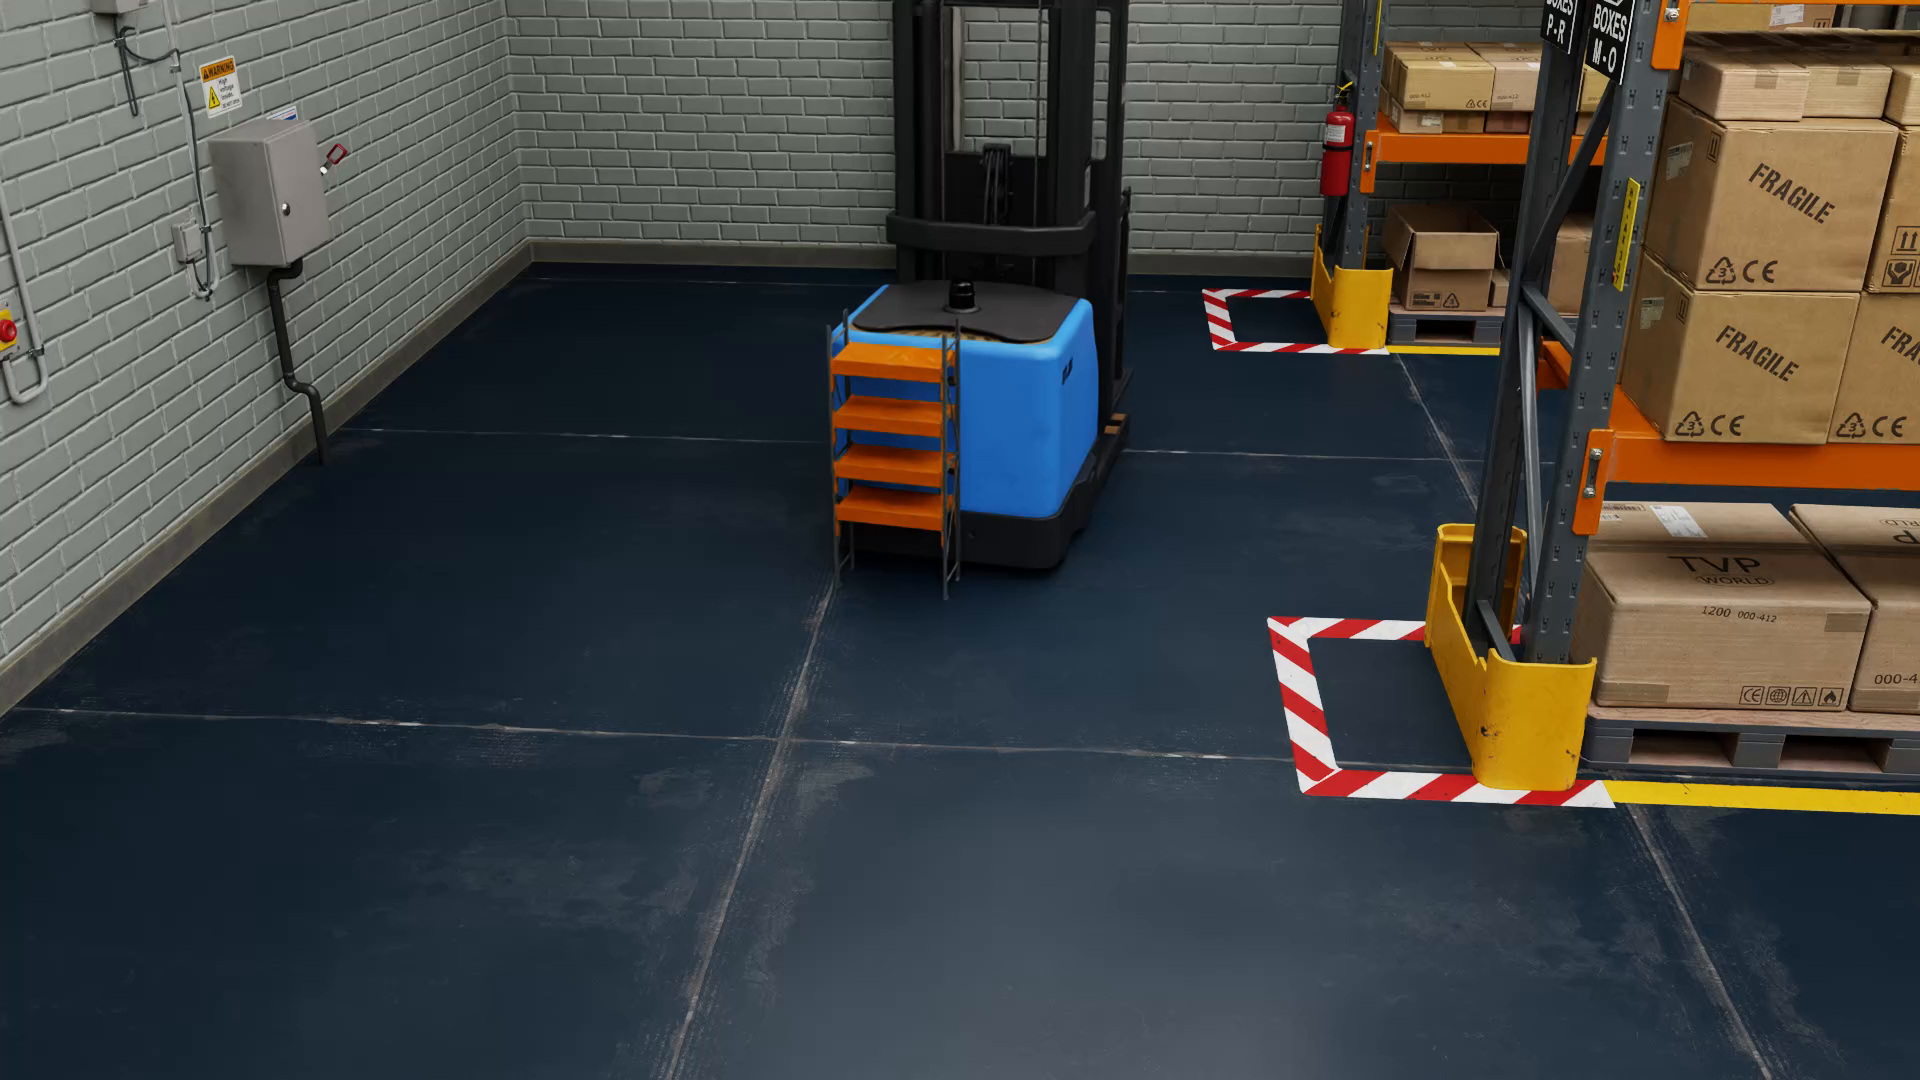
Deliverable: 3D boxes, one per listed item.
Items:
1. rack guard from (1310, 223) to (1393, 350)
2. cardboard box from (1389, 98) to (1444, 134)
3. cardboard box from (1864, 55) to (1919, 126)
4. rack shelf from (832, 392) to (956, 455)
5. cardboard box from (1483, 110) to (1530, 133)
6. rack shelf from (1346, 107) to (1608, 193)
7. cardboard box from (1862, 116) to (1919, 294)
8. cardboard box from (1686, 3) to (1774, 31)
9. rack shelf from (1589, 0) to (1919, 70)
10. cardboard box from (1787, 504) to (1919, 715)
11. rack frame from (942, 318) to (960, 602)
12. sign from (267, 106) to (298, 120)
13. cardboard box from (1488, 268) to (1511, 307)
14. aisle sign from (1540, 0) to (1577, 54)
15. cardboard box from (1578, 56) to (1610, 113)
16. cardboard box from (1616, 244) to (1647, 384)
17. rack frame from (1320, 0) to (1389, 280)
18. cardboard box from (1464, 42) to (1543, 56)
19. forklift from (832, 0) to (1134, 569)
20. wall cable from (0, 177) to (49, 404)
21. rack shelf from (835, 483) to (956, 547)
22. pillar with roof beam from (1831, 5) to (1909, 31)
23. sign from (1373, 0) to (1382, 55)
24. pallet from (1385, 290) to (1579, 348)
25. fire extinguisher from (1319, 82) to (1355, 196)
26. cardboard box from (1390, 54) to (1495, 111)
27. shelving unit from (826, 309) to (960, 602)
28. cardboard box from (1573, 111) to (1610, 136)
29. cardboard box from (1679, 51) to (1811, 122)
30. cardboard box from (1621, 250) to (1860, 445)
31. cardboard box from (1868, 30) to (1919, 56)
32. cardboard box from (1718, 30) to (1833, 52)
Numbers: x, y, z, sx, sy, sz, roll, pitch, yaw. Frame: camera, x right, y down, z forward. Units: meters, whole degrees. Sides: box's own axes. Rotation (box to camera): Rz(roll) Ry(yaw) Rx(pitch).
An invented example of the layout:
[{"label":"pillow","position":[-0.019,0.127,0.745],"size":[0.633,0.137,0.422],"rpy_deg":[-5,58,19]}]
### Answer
[{"label":"rack guard","position":[2.517,-1.657,10.753],"size":[0.348,0.500,1.175],"rpy_deg":[2,25,4]},{"label":"cardboard box","position":[2.748,-2.556,10.017],"size":[0.250,0.149,0.380],"rpy_deg":[2,25,4]},{"label":"cardboard box","position":[2.915,-1.359,5.022],"size":[0.250,0.149,0.380],"rpy_deg":[3,25,6]},{"label":"rack shelf","position":[-0.272,-0.494,7.014],"size":[0.480,0.148,0.258],"rpy_deg":[6,25,13]},{"label":"cardboard box","position":[3.270,-2.573,10.054],"size":[0.250,0.149,0.380],"rpy_deg":[2,25,3]},{"label":"rack shelf","position":[4.435,-2.404,10.247],"size":[4.000,0.370,1.077],"rpy_deg":[2,25,4]},{"label":"cardboard box","position":[3.038,-1.078,5.188],"size":[0.500,0.500,0.500],"rpy_deg":[1,25,3]},{"label":"cardboard box","position":[4.369,-3.028,9.668],"size":[0.500,0.500,0.500],"rpy_deg":[2,25,5]},{"label":"rack shelf","position":[4.059,-1.698,5.123],"size":[4.000,0.370,1.077],"rpy_deg":[2,25,4]},{"label":"cardboard box","position":[3.644,0.252,6.176],"size":[0.875,0.438,0.875],"rpy_deg":[2,25,5]},{"label":"rack frame","position":[-0.036,-0.326,7.023],"size":[0.015,1.200,0.240],"rpy_deg":[6,25,13]},{"label":"sign","position":[-3.421,-1.937,8.484],"size":[0.001,0.494,0.329],"rpy_deg":[2,25,4]},{"label":"cardboard box","position":[3.465,-1.602,10.550],"size":[0.250,0.149,0.380],"rpy_deg":[1,25,2]},{"label":"aisle sign","position":[2.017,-2.038,5.482],"size":[0.004,0.787,0.394],"rpy_deg":[2,25,4]},{"label":"cardboard box","position":[3.881,-2.704,9.862],"size":[0.500,0.250,0.500],"rpy_deg":[1,25,3]},{"label":"cardboard box","position":[2.566,-0.866,5.924],"size":[0.500,0.500,0.500],"rpy_deg":[2,25,4]},{"label":"rack frame","position":[2.441,-2.795,10.235],"size":[0.127,3.000,1.000],"rpy_deg":[2,25,4]},{"label":"cardboard box","position":[3.434,-2.941,10.376],"size":[0.500,0.250,0.500],"rpy_deg":[2,25,4]},{"label":"forklift","position":[0.288,-1.796,8.146],"size":[1.130,2.935,3.031],"rpy_deg":[6,25,13]},{"label":"wall cable","position":[-3.559,-1.372,5.891],"size":[0.123,1.953,0.585],"rpy_deg":[2,25,4]},{"label":"rack shelf","position":[-0.272,-0.110,7.190],"size":[0.480,0.148,0.258],"rpy_deg":[6,25,13]},{"label":"pillar with roof beam","position":[5.475,-3.996,5.669],"size":[0.400,9.000,9.100],"rpy_deg":[2,25,4]},{"label":"sign","position":[2.400,-2.962,9.563],"size":[0.005,0.325,0.100],"rpy_deg":[2,25,4]},{"label":"pallet","position":[3.312,-1.500,10.758],"size":[1.213,0.211,1.003],"rpy_deg":[2,25,4]},{"label":"fire extinguisher","position":[2.259,-2.402,9.921],"size":[0.183,0.674,0.296],"rpy_deg":[2,25,4]},{"label":"cardboard box","position":[2.873,-2.735,9.929],"size":[0.500,0.250,0.500],"rpy_deg":[2,25,4]},{"label":"shelving unit","position":[-0.272,-0.352,7.079],"size":[0.503,1.200,0.258],"rpy_deg":[6,25,13]},{"label":"cardboard box","position":[3.782,-2.533,9.968],"size":[0.250,0.149,0.380],"rpy_deg":[2,25,5]},{"label":"cardboard box","position":[2.398,-1.393,5.098],"size":[0.250,0.149,0.380],"rpy_deg":[2,25,5]},{"label":"cardboard box","position":[2.522,-0.636,5.425],"size":[0.500,0.500,0.500],"rpy_deg":[2,25,4]},{"label":"cardboard box","position":[3.205,-1.596,5.538],"size":[0.250,0.149,0.380],"rpy_deg":[2,25,5]},{"label":"cardboard box","position":[2.693,-1.594,5.534],"size":[0.250,0.149,0.380],"rpy_deg":[2,25,5]}]
